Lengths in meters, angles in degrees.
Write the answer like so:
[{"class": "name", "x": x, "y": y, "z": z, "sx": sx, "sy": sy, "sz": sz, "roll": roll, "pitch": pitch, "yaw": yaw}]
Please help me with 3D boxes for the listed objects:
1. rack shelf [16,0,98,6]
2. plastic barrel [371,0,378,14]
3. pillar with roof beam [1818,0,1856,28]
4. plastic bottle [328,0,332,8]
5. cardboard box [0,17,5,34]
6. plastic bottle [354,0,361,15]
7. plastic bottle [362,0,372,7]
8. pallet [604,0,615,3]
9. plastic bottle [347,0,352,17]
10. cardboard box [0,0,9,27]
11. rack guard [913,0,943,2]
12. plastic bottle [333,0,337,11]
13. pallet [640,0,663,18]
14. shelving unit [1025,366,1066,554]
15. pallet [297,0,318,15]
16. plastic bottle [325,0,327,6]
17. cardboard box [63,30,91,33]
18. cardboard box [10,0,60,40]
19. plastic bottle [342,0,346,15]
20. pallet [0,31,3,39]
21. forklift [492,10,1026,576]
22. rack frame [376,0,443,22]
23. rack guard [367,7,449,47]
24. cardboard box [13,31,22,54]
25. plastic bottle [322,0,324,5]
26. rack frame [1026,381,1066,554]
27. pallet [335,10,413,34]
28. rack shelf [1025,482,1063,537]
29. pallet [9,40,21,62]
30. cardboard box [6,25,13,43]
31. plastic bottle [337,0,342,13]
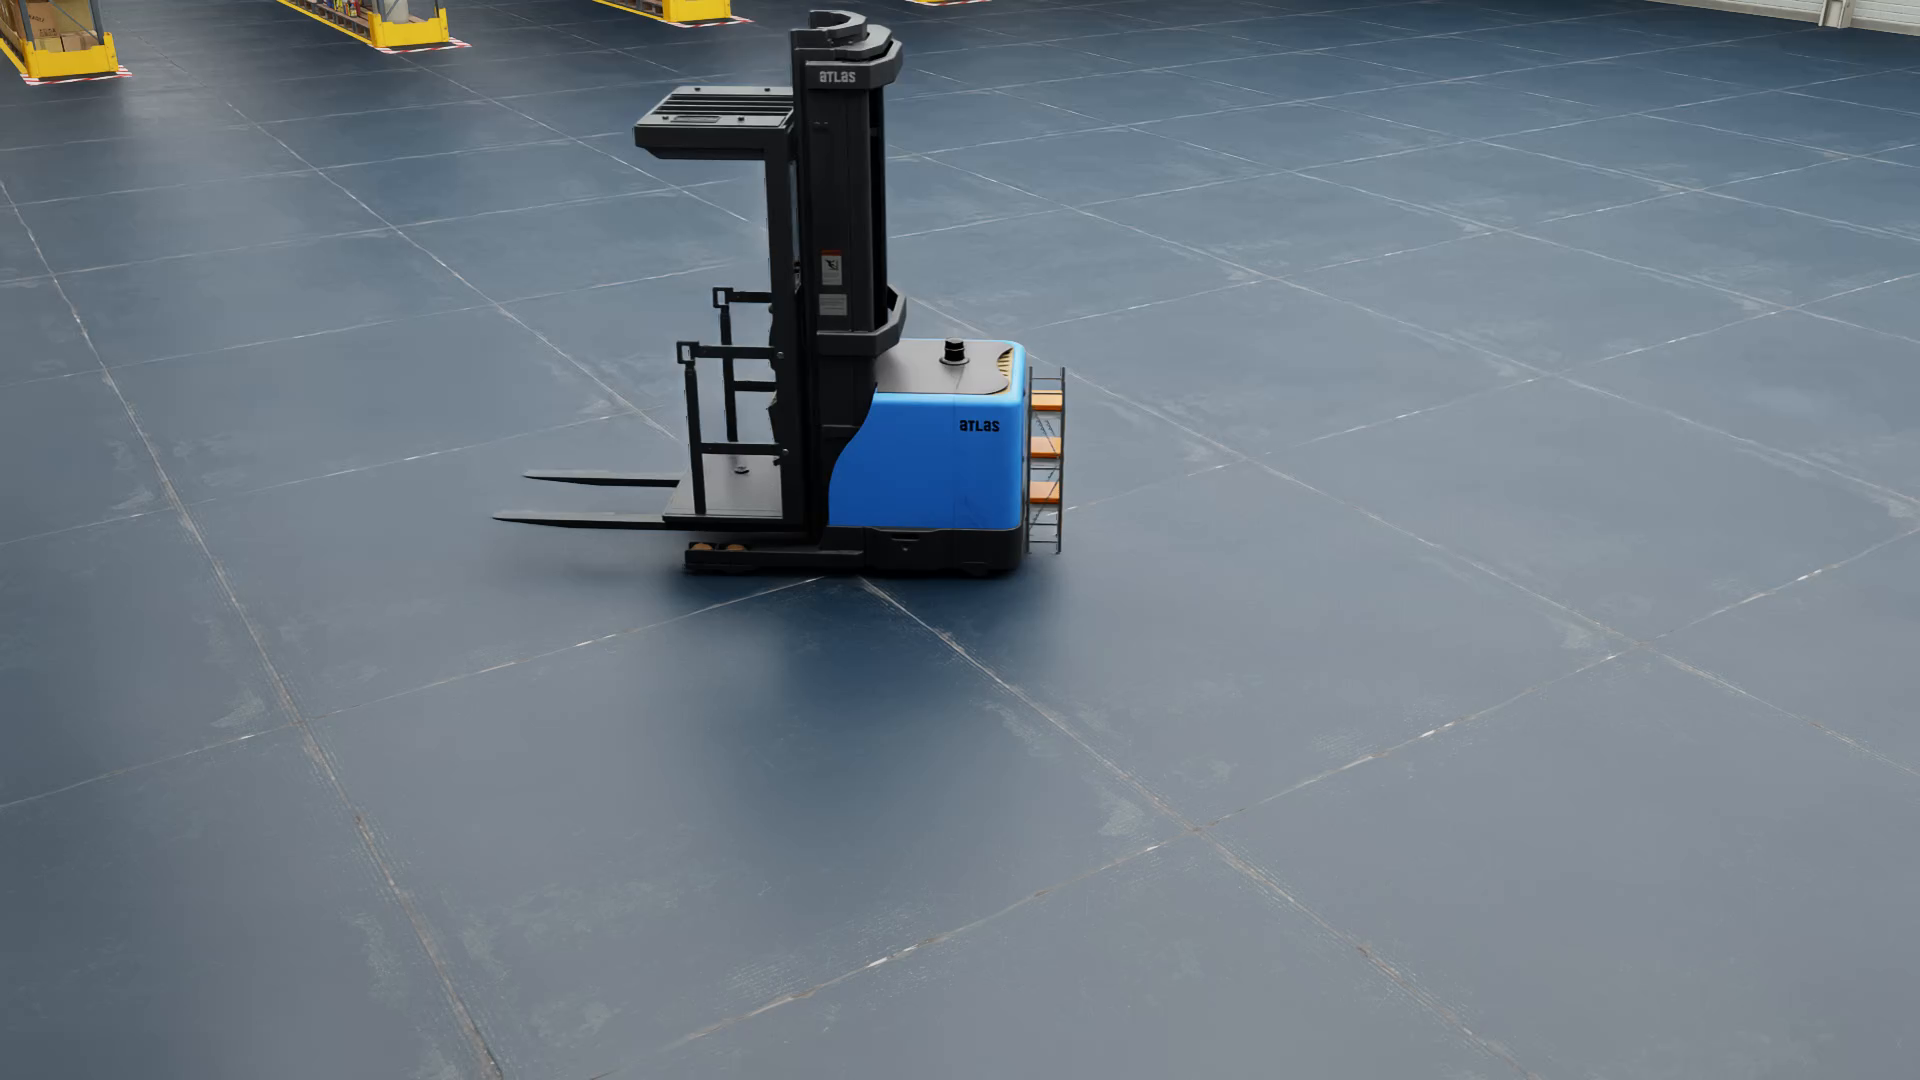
[{"class": "rack shelf", "x": -13.940, "y": -8.525, "z": 25.136, "sx": 1.077, "sy": 0.370, "sz": 4.000, "roll": -16, "pitch": 29, "yaw": -30}, {"class": "plastic barrel", "x": -9.393, "y": -8.749, "z": 27.192, "sx": 0.421, "sy": 0.512, "sz": 0.421, "roll": 0, "pitch": 25, "yaw": 0}, {"class": "pillar with roof beam", "x": 11.232, "y": -11.786, "z": 24.175, "sx": 9.100, "sy": 9.000, "sz": 0.400, "roll": -16, "pitch": 29, "yaw": -30}, {"class": "plastic bottle", "x": -10.787, "y": -9.334, "z": 28.596, "sx": 0.144, "sy": 0.351, "sz": 0.185, "roll": -15, "pitch": 29, "yaw": -28}, {"class": "cardboard box", "x": -14.764, "y": -8.095, "z": 26.113, "sx": 0.500, "sy": 0.250, "sz": 0.500, "roll": -16, "pitch": 29, "yaw": -30}, {"class": "plastic bottle", "x": -10.092, "y": -8.934, "z": 27.829, "sx": 0.061, "sy": 0.283, "sz": 0.133, "roll": -16, "pitch": 29, "yaw": -30}, {"class": "plastic bottle", "x": -10.292, "y": -9.410, "z": 28.845, "sx": 0.152, "sy": 0.276, "sz": 0.135, "roll": -16, "pitch": 29, "yaw": -30}, {"class": "pallet", "x": -6.334, "y": -10.379, "z": 31.490, "sx": 1.003, "sy": 0.211, "sz": 1.213, "roll": -16, "pitch": 29, "yaw": -30}, {"class": "plastic bottle", "x": -10.145, "y": -8.850, "z": 27.651, "sx": 0.061, "sy": 0.283, "sz": 0.133, "roll": -15, "pitch": 29, "yaw": -28}, {"class": "cardboard box", "x": -14.221, "y": -8.076, "z": 25.194, "sx": 0.500, "sy": 0.500, "sz": 0.500, "roll": -16, "pitch": 29, "yaw": -30}, {"class": "rack guard", "x": -0.322, "y": -10.423, "z": 31.242, "sx": 1.175, "sy": 0.500, "sz": 0.348, "roll": -16, "pitch": 29, "yaw": -30}, {"class": "plastic bottle", "x": -10.629, "y": -9.167, "z": 28.322, "sx": 0.061, "sy": 0.283, "sz": 0.133, "roll": -14, "pitch": 29, "yaw": -27}, {"class": "pallet", "x": -5.002, "y": -9.507, "z": 29.641, "sx": 1.003, "sy": 0.211, "sz": 1.213, "roll": -16, "pitch": 29, "yaw": -30}, {"class": "shelving unit", "x": 0.485, "y": -0.449, "z": 9.471, "sx": 0.215, "sy": 1.050, "sz": 0.252, "roll": 1, "pitch": 25, "yaw": 2}, {"class": "pallet", "x": -11.341, "y": -9.729, "z": 30.112, "sx": 1.003, "sy": 0.211, "sz": 1.213, "roll": -16, "pitch": 29, "yaw": -30}, {"class": "plastic bottle", "x": -10.962, "y": -9.363, "z": 28.832, "sx": 0.097, "sy": 0.201, "sz": 0.097, "roll": 0, "pitch": 25, "yaw": 0}, {"class": "cardboard box", "x": -13.231, "y": -7.503, "z": 24.858, "sx": 0.500, "sy": 0.250, "sz": 0.500, "roll": -16, "pitch": 29, "yaw": -30}, {"class": "cardboard box", "x": -13.390, "y": -7.543, "z": 24.064, "sx": 0.500, "sy": 0.500, "sz": 0.500, "roll": -16, "pitch": 29, "yaw": -30}, {"class": "plastic bottle", "x": -10.256, "y": -8.956, "z": 27.882, "sx": 0.152, "sy": 0.276, "sz": 0.135, "roll": -16, "pitch": 30, "yaw": -31}, {"class": "pallet", "x": -15.467, "y": -8.559, "z": 27.632, "sx": 1.003, "sy": 0.211, "sz": 1.213, "roll": -16, "pitch": 29, "yaw": -30}, {"class": "forklift", "x": -1.145, "y": -1.355, "z": 9.186, "sx": 3.031, "sy": 2.935, "sz": 1.130, "roll": 1, "pitch": 25, "yaw": 3}, {"class": "rack frame", "x": -8.696, "y": -9.287, "z": 25.910, "sx": 1.000, "sy": 3.000, "sz": 0.127, "roll": -16, "pitch": 29, "yaw": -30}, {"class": "rack guard", "x": -8.777, "y": -8.173, "z": 26.478, "sx": 1.175, "sy": 0.500, "sz": 0.348, "roll": -16, "pitch": 29, "yaw": -30}, {"class": "cardboard box", "x": -13.672, "y": -7.380, "z": 24.598, "sx": 0.500, "sy": 0.250, "sz": 0.500, "roll": -16, "pitch": 29, "yaw": -30}, {"class": "plastic bottle", "x": -11.073, "y": -9.467, "z": 28.971, "sx": 0.097, "sy": 0.271, "sz": 0.097, "roll": 0, "pitch": 25, "yaw": 0}, {"class": "rack frame", "x": 0.480, "y": -0.397, "z": 9.361, "sx": 0.200, "sy": 1.050, "sz": 0.008, "roll": 1, "pitch": 25, "yaw": 2}, {"class": "pallet", "x": -9.878, "y": -8.770, "z": 28.081, "sx": 1.003, "sy": 0.211, "sz": 1.213, "roll": -16, "pitch": 29, "yaw": -30}, {"class": "rack shelf", "x": 0.485, "y": -0.188, "z": 9.594, "sx": 0.215, "sy": 0.259, "sz": 0.240, "roll": 1, "pitch": 25, "yaw": 2}, {"class": "pallet", "x": -13.963, "y": -7.573, "z": 25.545, "sx": 1.003, "sy": 0.211, "sz": 1.213, "roll": -16, "pitch": 29, "yaw": -30}, {"class": "cardboard box", "x": -14.218, "y": -7.738, "z": 25.356, "sx": 0.500, "sy": 0.250, "sz": 0.500, "roll": -16, "pitch": 29, "yaw": -30}, {"class": "plastic bottle", "x": -10.452, "y": -9.114, "z": 28.131, "sx": 0.144, "sy": 0.351, "sz": 0.185, "roll": -16, "pitch": 30, "yaw": -30}]
